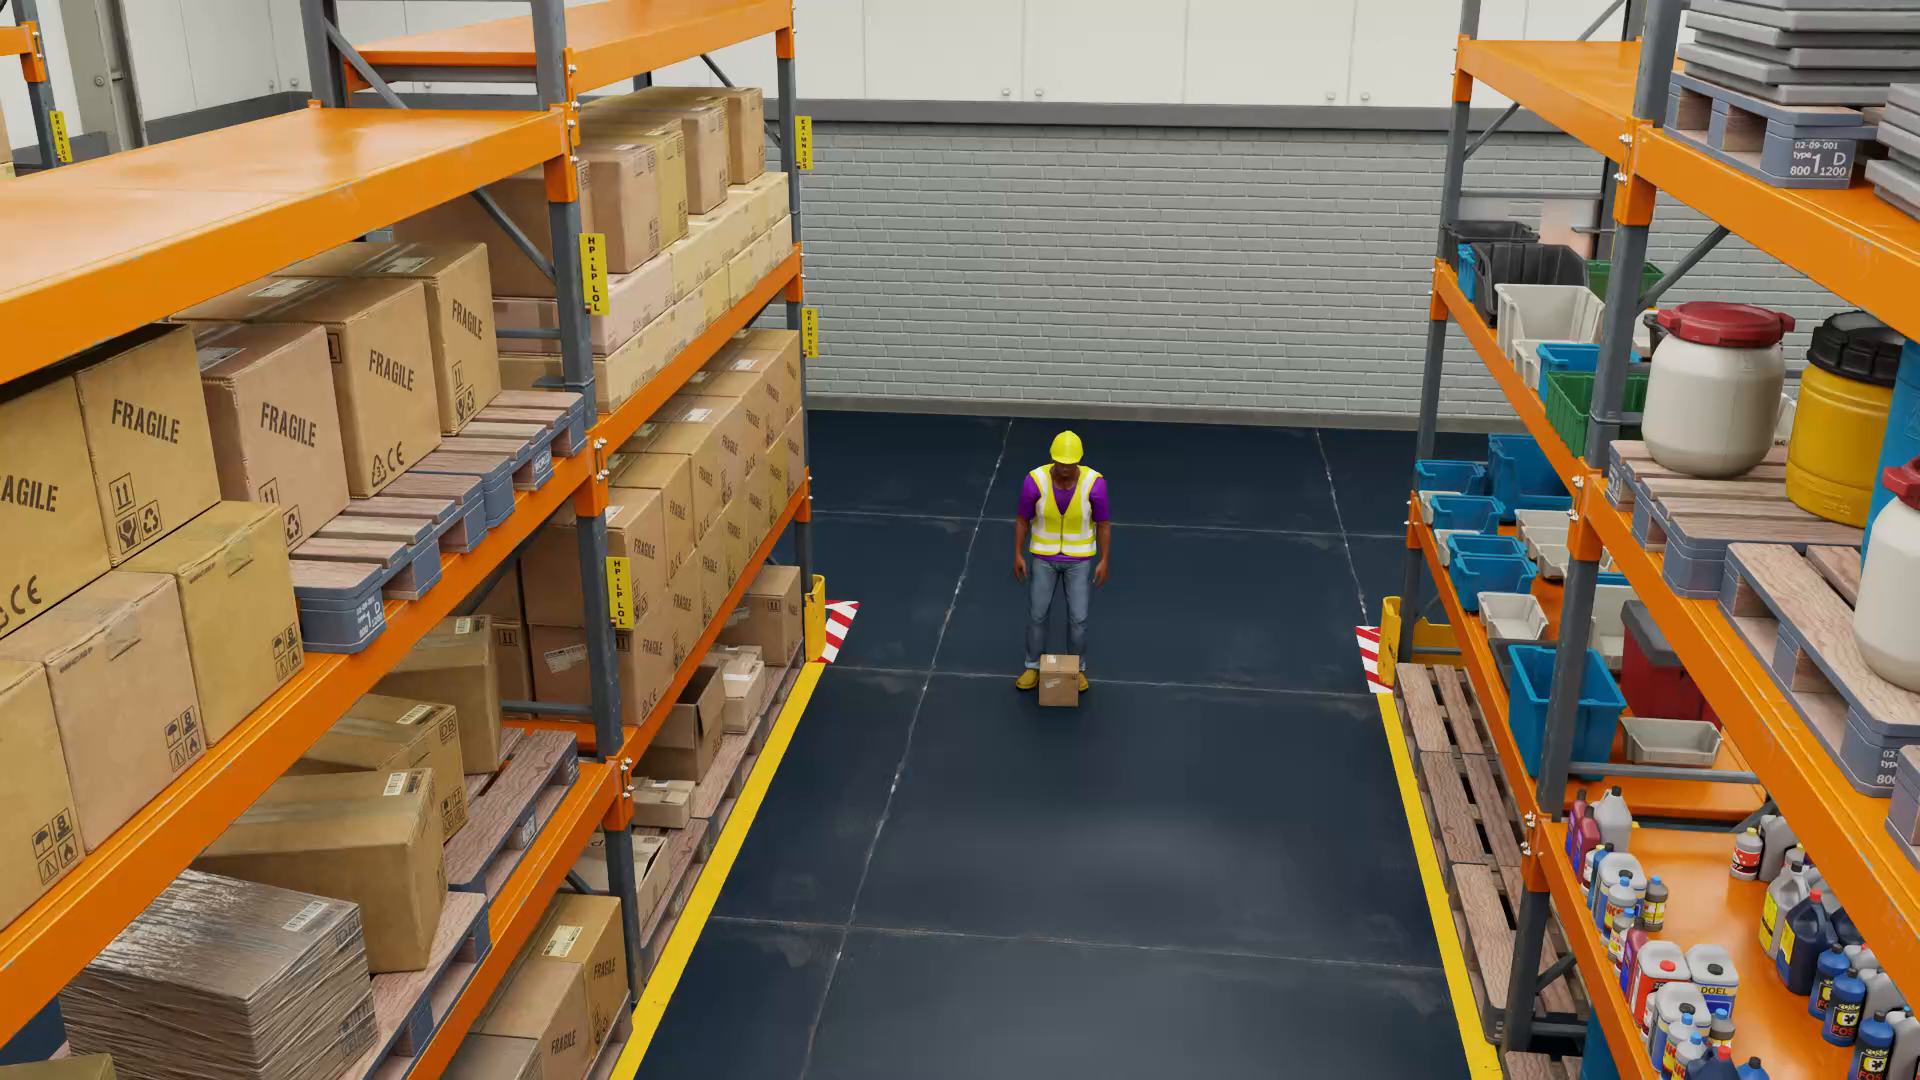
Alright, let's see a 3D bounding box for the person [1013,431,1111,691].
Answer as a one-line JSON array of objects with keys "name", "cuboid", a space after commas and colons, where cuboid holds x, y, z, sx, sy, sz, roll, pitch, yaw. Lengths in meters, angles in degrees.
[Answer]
[{"name": "person", "cuboid": [0.653, 0.125, 10.732, 0.627, 1.760, 0.461, 3, 21, 7]}]
